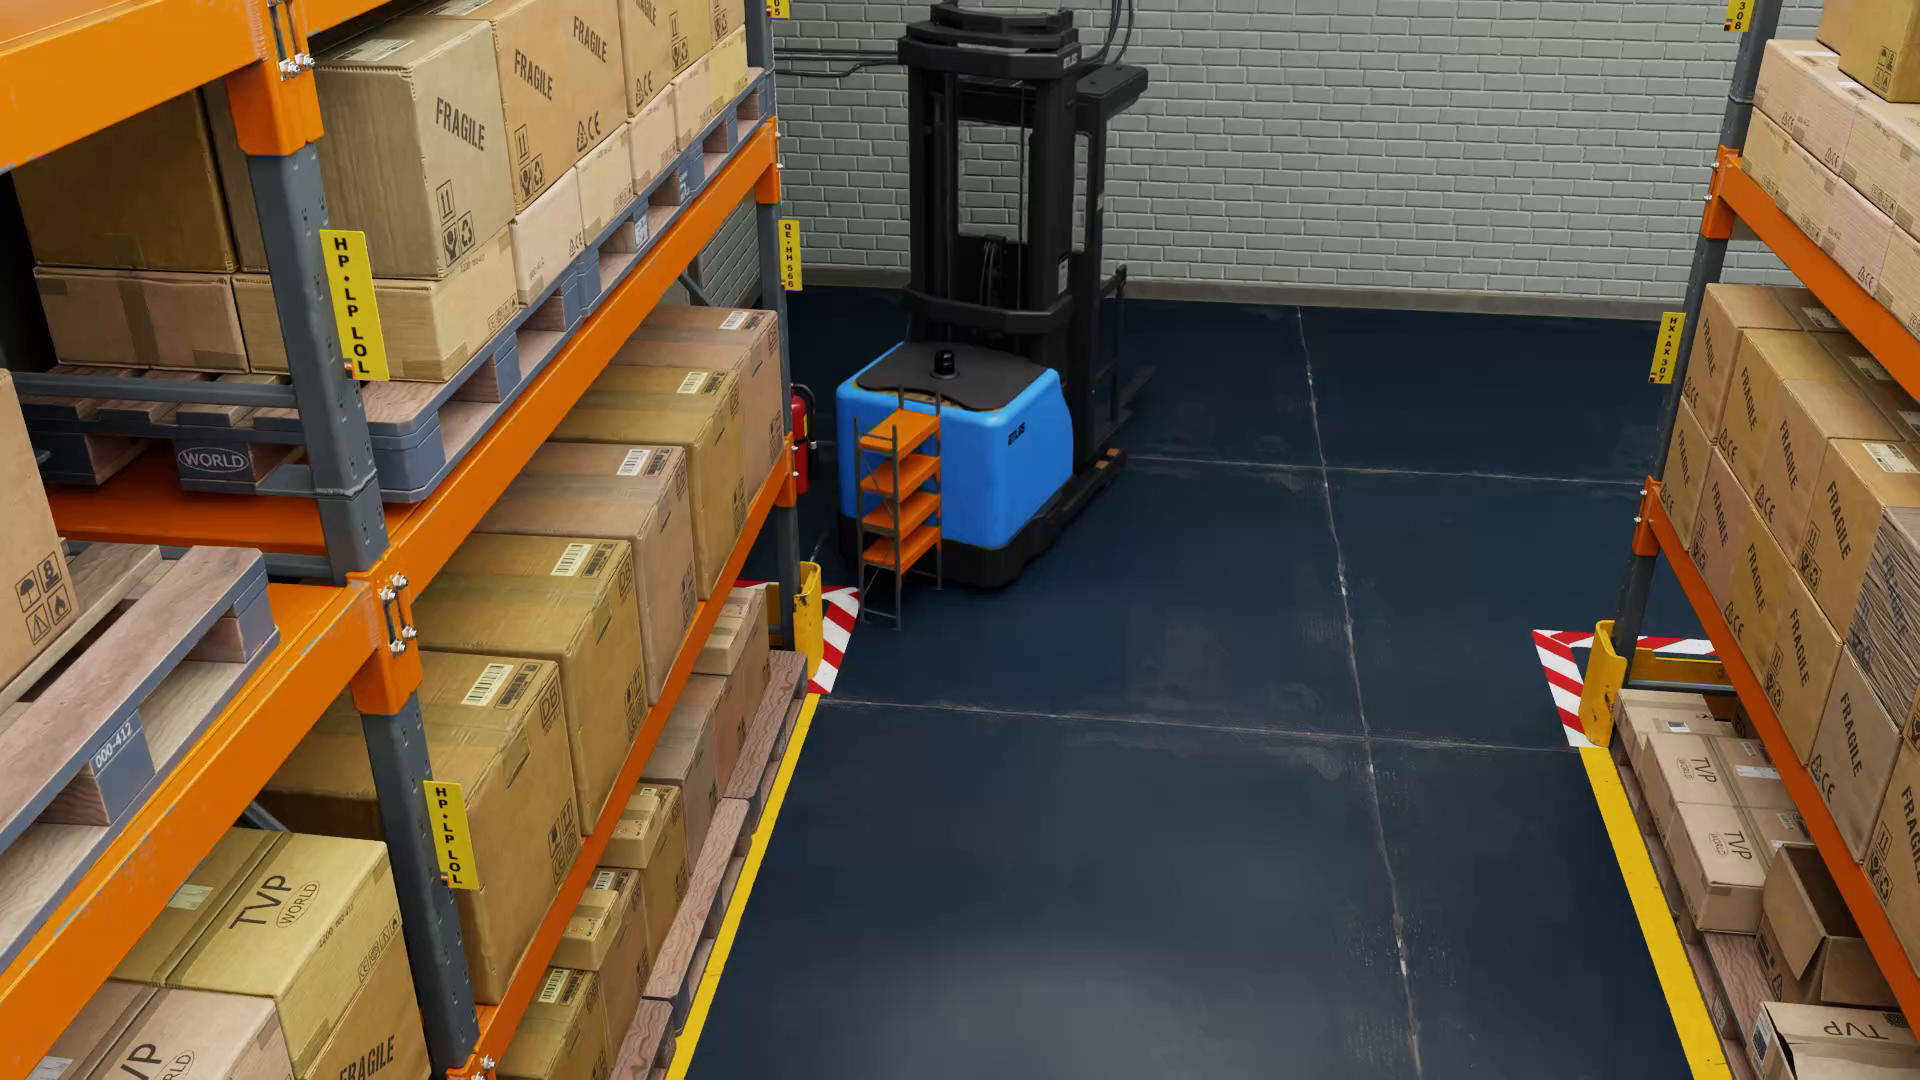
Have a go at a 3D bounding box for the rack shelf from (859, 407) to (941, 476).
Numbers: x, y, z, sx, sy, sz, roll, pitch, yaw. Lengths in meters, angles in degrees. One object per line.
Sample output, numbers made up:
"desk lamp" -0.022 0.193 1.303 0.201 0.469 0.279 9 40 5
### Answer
"rack shelf" -0.318 -0.515 8.612 0.258 0.148 0.480 13 31 22

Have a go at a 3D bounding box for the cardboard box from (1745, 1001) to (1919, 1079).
"cardboard box" 3.002 1.816 5.588 0.500 0.311 0.500 3 28 6

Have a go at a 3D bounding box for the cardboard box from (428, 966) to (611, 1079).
"cardboard box" -1.602 1.747 5.537 0.700 0.500 0.500 4 29 7

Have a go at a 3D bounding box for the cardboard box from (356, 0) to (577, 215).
"cardboard box" -1.373 -1.198 4.467 0.500 0.500 0.500 3 28 5

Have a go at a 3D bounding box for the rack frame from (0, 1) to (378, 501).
"rack frame" -1.795 -1.464 2.979 1.000 3.000 0.127 3 28 6

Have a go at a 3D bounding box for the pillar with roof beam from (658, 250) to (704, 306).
"pillar with roof beam" 2.440 -4.418 8.462 9.100 9.000 0.400 3 28 6

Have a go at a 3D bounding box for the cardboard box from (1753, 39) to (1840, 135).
"cardboard box" 3.290 -1.667 6.150 0.500 0.250 0.500 3 28 6

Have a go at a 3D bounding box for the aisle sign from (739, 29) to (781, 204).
"aisle sign" -0.999 -1.866 7.311 0.394 0.787 0.004 3 28 6

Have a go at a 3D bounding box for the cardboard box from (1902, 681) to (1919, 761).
"cardboard box" 2.987 0.485 4.528 0.500 0.500 0.500 3 28 5

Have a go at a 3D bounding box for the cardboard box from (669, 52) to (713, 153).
"cardboard box" -1.194 -1.584 5.974 0.500 0.250 0.500 2 28 4

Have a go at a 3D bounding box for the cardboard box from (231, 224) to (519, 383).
"cardboard box" -1.449 -0.616 4.178 0.500 0.250 0.500 3 28 6

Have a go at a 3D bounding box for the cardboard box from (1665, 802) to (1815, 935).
"cardboard box" 3.141 1.308 6.595 0.500 0.250 0.500 3 28 6

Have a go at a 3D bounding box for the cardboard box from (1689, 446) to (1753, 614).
"cardboard box" 3.238 -0.027 6.531 0.500 0.500 0.500 3 28 6

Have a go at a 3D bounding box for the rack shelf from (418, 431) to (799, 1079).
"rack shelf" -1.550 0.553 6.320 1.077 0.370 4.000 3 28 6

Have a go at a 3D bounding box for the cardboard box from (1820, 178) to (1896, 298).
"cardboard box" 3.163 -0.977 5.396 0.500 0.250 0.500 3 28 6

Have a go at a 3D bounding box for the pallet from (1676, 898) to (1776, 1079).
"pallet" 3.354 1.792 6.201 1.003 0.211 1.213 3 28 6

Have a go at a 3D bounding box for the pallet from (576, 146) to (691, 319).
"pallet" -1.533 -1.061 5.488 1.003 0.211 1.213 3 28 6

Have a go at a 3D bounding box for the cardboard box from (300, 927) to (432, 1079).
"cardboard box" -1.602 1.226 3.872 0.500 0.500 0.500 3 28 5

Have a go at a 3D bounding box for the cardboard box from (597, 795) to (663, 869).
"cardboard box" -1.315 1.065 6.119 0.380 0.149 0.250 3 28 5

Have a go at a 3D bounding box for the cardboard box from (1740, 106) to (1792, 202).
"cardboard box" 3.296 -1.447 6.268 0.500 0.250 0.500 3 28 6

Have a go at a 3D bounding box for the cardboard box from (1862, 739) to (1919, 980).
"cardboard box" 2.990 0.927 4.762 0.500 0.500 0.500 4 29 8

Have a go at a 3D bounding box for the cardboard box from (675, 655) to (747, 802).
"cardboard box" -1.353 0.781 7.330 0.700 0.500 0.500 3 28 6

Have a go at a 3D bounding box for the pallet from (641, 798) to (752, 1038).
"pallet" -1.477 1.476 6.788 1.003 0.211 1.213 3 28 6

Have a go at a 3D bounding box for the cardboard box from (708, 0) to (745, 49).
"cardboard box" -1.124 -2.159 6.251 0.500 0.500 0.500 3 28 6

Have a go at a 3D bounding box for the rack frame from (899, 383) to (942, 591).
"rack frame" -0.212 -0.273 8.992 0.240 1.200 0.015 13 31 22

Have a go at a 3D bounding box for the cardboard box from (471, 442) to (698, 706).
"cardboard box" -1.538 0.105 6.077 0.980 0.700 0.700 2 28 4

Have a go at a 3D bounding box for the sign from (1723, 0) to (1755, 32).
"sign" 3.073 -2.156 6.505 0.100 0.325 0.005 3 28 6

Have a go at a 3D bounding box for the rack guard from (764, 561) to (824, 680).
"rack guard" -1.302 0.384 8.511 1.175 0.500 0.348 3 28 6

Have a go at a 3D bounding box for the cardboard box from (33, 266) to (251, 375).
"cardboard box" -1.944 -0.642 4.226 0.500 0.250 0.500 4 29 7

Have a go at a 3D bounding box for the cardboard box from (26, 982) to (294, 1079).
"cardboard box" -1.671 1.138 3.244 0.500 0.250 0.500 4 29 7

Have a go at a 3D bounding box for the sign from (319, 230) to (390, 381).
"sign" -1.256 -0.482 3.443 0.100 0.325 0.005 3 28 6

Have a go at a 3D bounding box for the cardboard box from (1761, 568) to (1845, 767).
"cardboard box" 3.110 0.445 5.657 0.500 0.500 0.500 4 29 7

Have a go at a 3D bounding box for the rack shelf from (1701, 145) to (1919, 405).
"rack shelf" 3.367 -0.482 5.077 1.077 0.370 4.000 3 28 6

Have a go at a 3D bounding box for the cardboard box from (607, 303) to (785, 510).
"cardboard box" -1.358 -0.597 7.379 0.980 0.700 0.700 5 29 9

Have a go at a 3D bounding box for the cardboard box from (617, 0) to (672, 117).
"cardboard box" -1.252 -1.678 5.358 0.500 0.500 0.500 2 28 4

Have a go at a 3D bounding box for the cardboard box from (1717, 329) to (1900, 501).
"cardboard box" 3.239 -0.463 6.288 0.500 0.500 0.500 4 29 7

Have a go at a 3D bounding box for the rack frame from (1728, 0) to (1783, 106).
"rack frame" 3.612 -3.060 5.943 1.000 3.000 0.127 3 28 6

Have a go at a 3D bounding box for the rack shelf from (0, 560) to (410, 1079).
"rack shelf" -2.040 1.115 2.114 1.077 0.370 4.000 3 28 6

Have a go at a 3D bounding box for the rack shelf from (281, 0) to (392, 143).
"rack shelf" -1.550 -1.912 4.992 1.077 0.370 4.000 3 28 6

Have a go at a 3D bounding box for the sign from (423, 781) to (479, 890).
"sign" -1.256 0.730 4.096 0.100 0.325 0.005 3 28 6

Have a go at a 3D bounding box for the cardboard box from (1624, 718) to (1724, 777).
"cardboard box" 3.189 0.929 7.386 0.380 0.166 0.250 3 28 6

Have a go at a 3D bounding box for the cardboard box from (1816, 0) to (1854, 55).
"cardboard box" 3.565 -1.981 5.943 0.700 0.500 0.500 3 28 6

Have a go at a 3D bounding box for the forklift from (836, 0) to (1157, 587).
"forklift" 0.401 -1.704 9.822 1.130 2.935 3.031 13 31 22

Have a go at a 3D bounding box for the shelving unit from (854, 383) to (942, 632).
"shelving unit" -0.318 -0.169 8.799 0.258 1.200 0.503 13 31 22

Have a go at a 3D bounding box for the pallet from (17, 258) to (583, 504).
"pallet" -1.685 -0.489 4.425 1.003 0.211 1.213 3 28 6

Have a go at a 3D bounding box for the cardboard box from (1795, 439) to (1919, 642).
"cardboard box" 3.112 0.011 5.407 0.500 0.500 0.500 3 28 6

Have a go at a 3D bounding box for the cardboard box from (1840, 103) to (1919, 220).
"cardboard box" 3.167 -1.197 5.277 0.500 0.250 0.500 3 28 6

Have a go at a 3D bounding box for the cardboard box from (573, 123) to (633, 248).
"cardboard box" -1.317 -1.097 5.071 0.500 0.250 0.500 3 28 5

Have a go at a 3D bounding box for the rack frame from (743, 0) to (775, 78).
"rack frame" -1.305 -3.347 6.474 1.000 3.000 0.127 3 28 6

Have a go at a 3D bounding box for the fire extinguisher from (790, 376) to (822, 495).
"fire extinguisher" -0.829 -0.551 8.086 0.296 0.674 0.183 3 28 6

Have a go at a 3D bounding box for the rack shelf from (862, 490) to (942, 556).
"rack shelf" -0.318 -0.110 8.830 0.258 0.148 0.480 13 31 22

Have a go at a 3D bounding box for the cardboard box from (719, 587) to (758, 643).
"cardboard box" -1.127 0.331 7.482 0.380 0.149 0.250 3 28 6

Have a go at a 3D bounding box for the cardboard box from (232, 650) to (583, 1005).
"cardboard box" -1.713 0.791 4.803 0.980 0.700 0.700 4 29 7

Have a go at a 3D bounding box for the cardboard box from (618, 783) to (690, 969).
"cardboard box" -1.472 1.269 6.424 0.700 0.500 0.500 4 29 7
